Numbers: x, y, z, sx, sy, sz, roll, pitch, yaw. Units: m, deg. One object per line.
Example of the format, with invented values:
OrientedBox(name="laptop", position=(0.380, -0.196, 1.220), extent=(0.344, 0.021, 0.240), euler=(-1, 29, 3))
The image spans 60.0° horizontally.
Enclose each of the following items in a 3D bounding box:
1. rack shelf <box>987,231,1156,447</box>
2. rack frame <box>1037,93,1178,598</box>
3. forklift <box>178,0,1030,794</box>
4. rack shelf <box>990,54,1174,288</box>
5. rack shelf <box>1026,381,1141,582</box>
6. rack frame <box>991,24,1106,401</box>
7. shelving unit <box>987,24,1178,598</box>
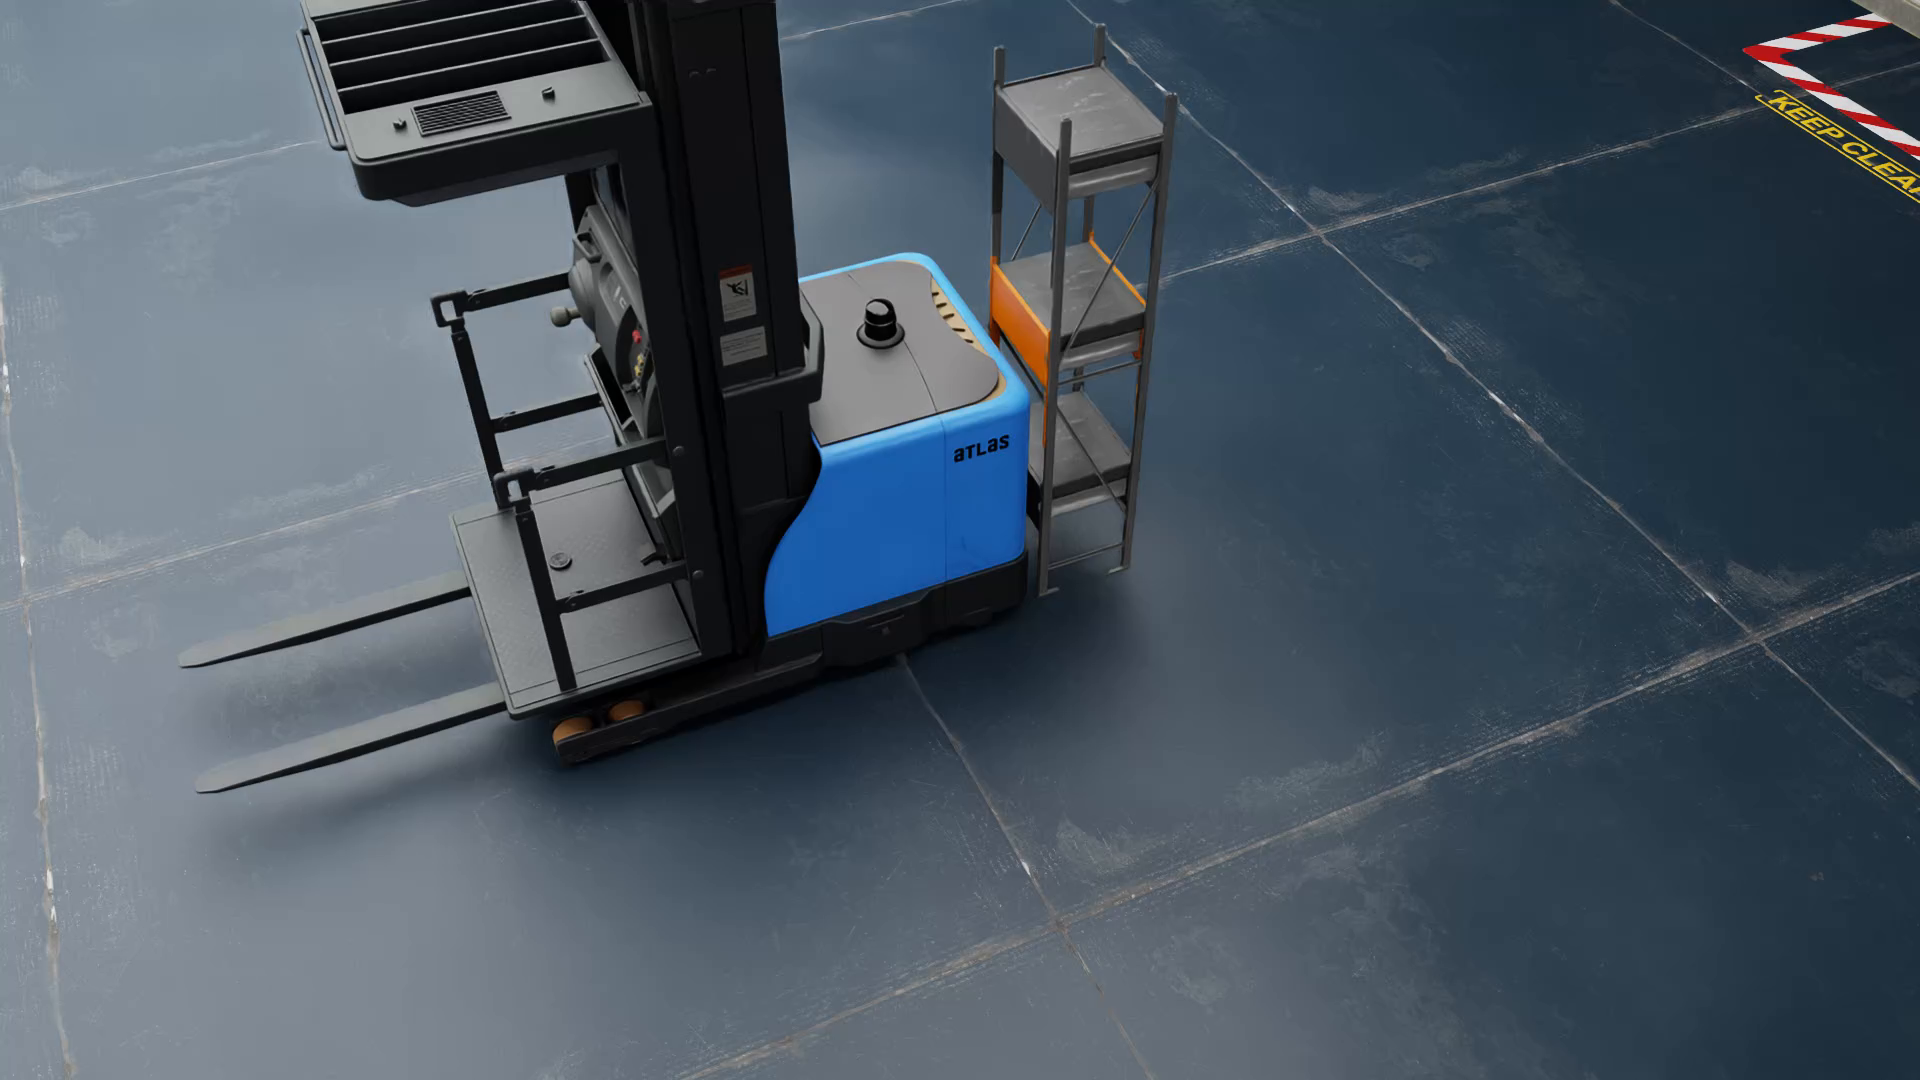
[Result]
OrientedBox(name="rack shelf", position=(0.393, -0.730, 6.014), extent=(0.431, 0.518, 0.480), euler=(-17, 47, -17))
OrientedBox(name="rack frame", position=(0.490, -0.582, 5.845), extent=(0.400, 2.100, 0.015), euler=(-17, 47, -17))
OrientedBox(name="forklift", position=(-1.305, -0.676, 5.348), extent=(3.031, 2.935, 1.130), euler=(-17, 47, -17))
OrientedBox(name="rack shelf", position=(0.393, -1.228, 5.522), extent=(0.431, 0.518, 0.480), euler=(-17, 47, -17))
OrientedBox(name="rack shelf", position=(0.393, -0.231, 6.506), extent=(0.431, 0.518, 0.480), euler=(-17, 47, -17))
OrientedBox(name="rack frame", position=(0.295, -0.896, 6.164), extent=(0.400, 2.100, 0.015), euler=(-17, 47, -17))
OrientedBox(name="shelving unit", position=(0.393, -0.739, 6.004), extent=(0.431, 2.100, 0.503), euler=(-17, 47, -17))
